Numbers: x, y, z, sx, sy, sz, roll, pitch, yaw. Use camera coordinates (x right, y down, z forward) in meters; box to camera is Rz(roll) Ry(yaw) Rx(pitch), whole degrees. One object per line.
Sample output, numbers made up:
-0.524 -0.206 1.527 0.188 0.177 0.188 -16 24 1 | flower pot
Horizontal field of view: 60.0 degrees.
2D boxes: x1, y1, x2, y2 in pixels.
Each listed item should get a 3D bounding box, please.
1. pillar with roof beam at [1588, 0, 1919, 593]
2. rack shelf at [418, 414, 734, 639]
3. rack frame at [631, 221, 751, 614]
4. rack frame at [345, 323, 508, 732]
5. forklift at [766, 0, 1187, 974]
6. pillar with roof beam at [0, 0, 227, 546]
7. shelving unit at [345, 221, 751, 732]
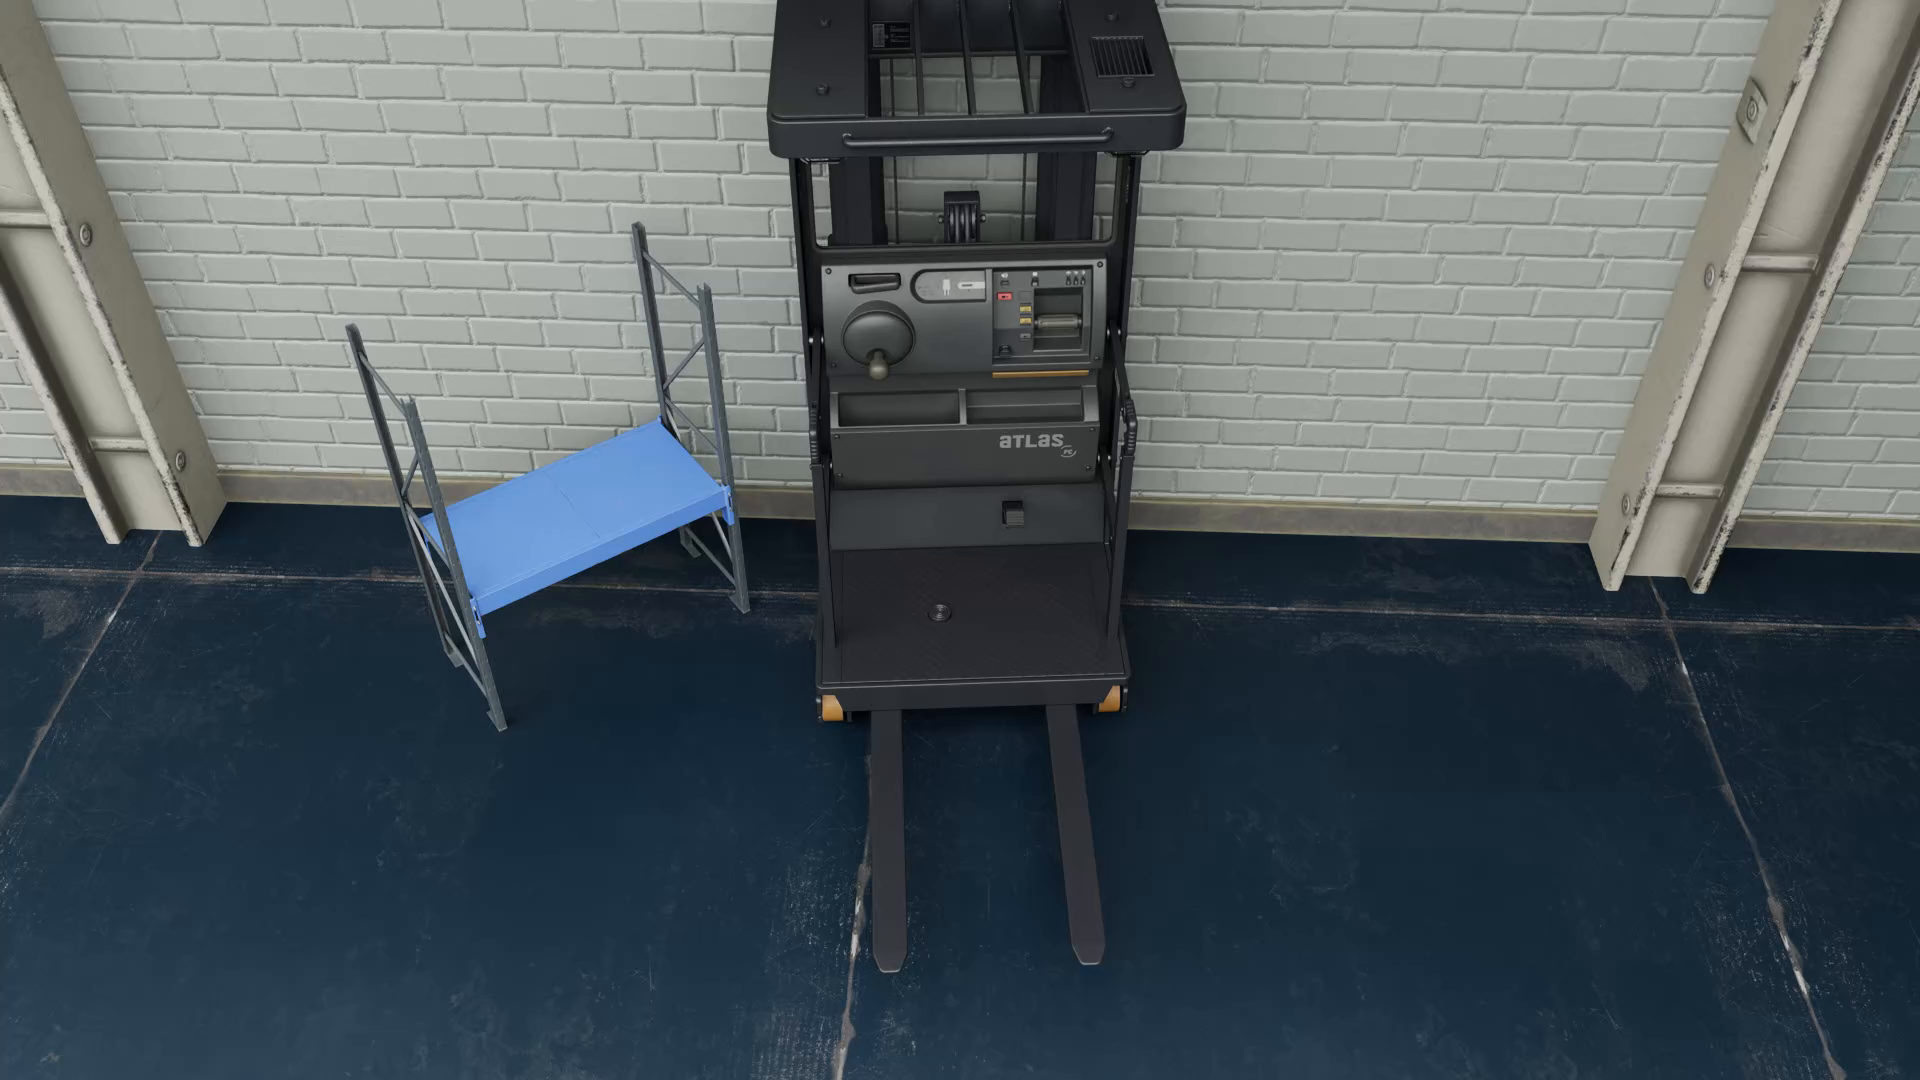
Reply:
2.546 -0.263 0.430 0.400 9.000 9.100 2 43 2 | pillar with roof beam
-1.384 -0.070 5.989 1.000 0.185 0.538 -26 49 -25 | rack shelf
-0.972 -0.405 6.084 0.032 1.500 0.500 -26 49 -25 | rack frame
-1.795 0.002 5.648 0.032 1.500 0.500 -26 49 -25 | rack frame
0.027 -0.644 5.291 1.130 2.935 3.031 -2 43 -2 | forklift
-3.448 -0.447 0.628 0.400 9.000 9.100 2 43 2 | pillar with roof beam
-1.384 -0.202 5.866 1.048 1.500 0.538 -26 49 -25 | shelving unit
